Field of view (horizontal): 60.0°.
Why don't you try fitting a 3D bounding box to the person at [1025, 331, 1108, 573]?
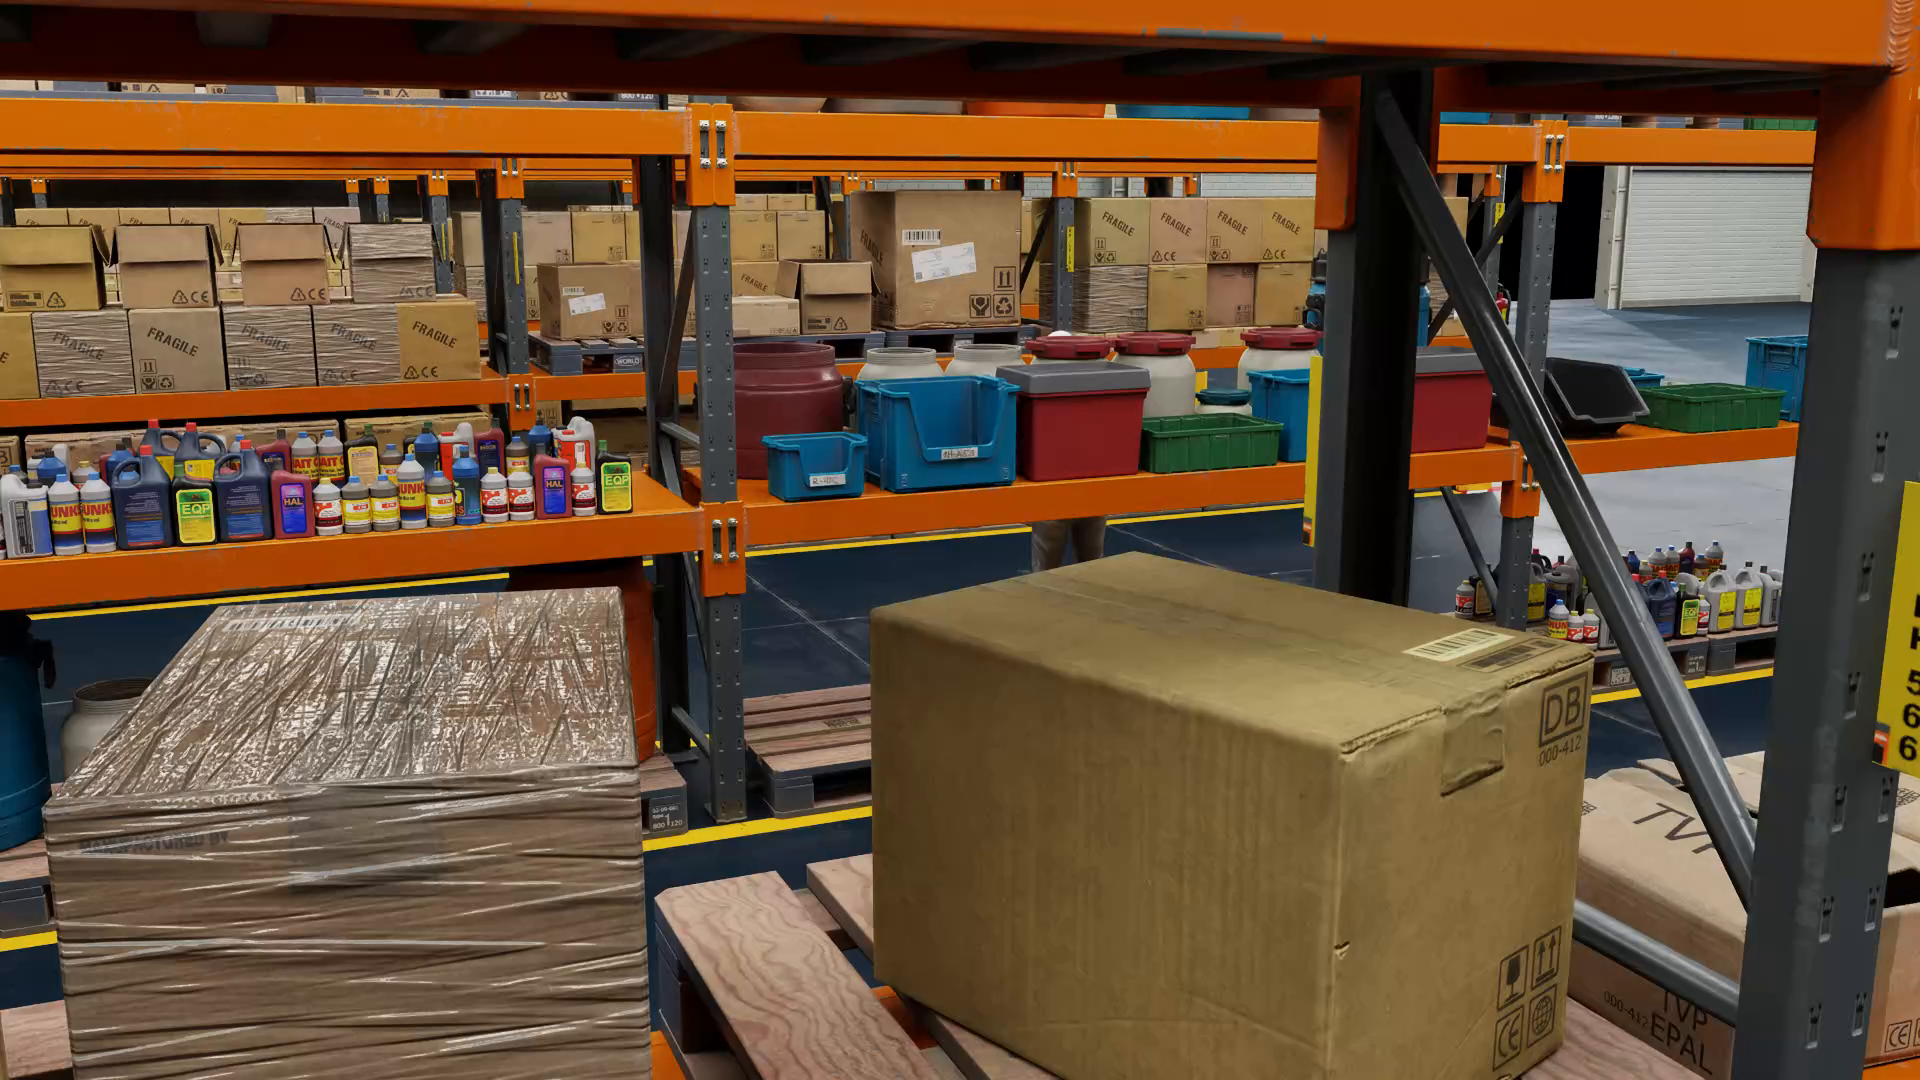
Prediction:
[{"bbox_3d":[0.586,-0.240,9.032,0.581,1.771,0.464,-5,13,-23],"label":"person"}]
